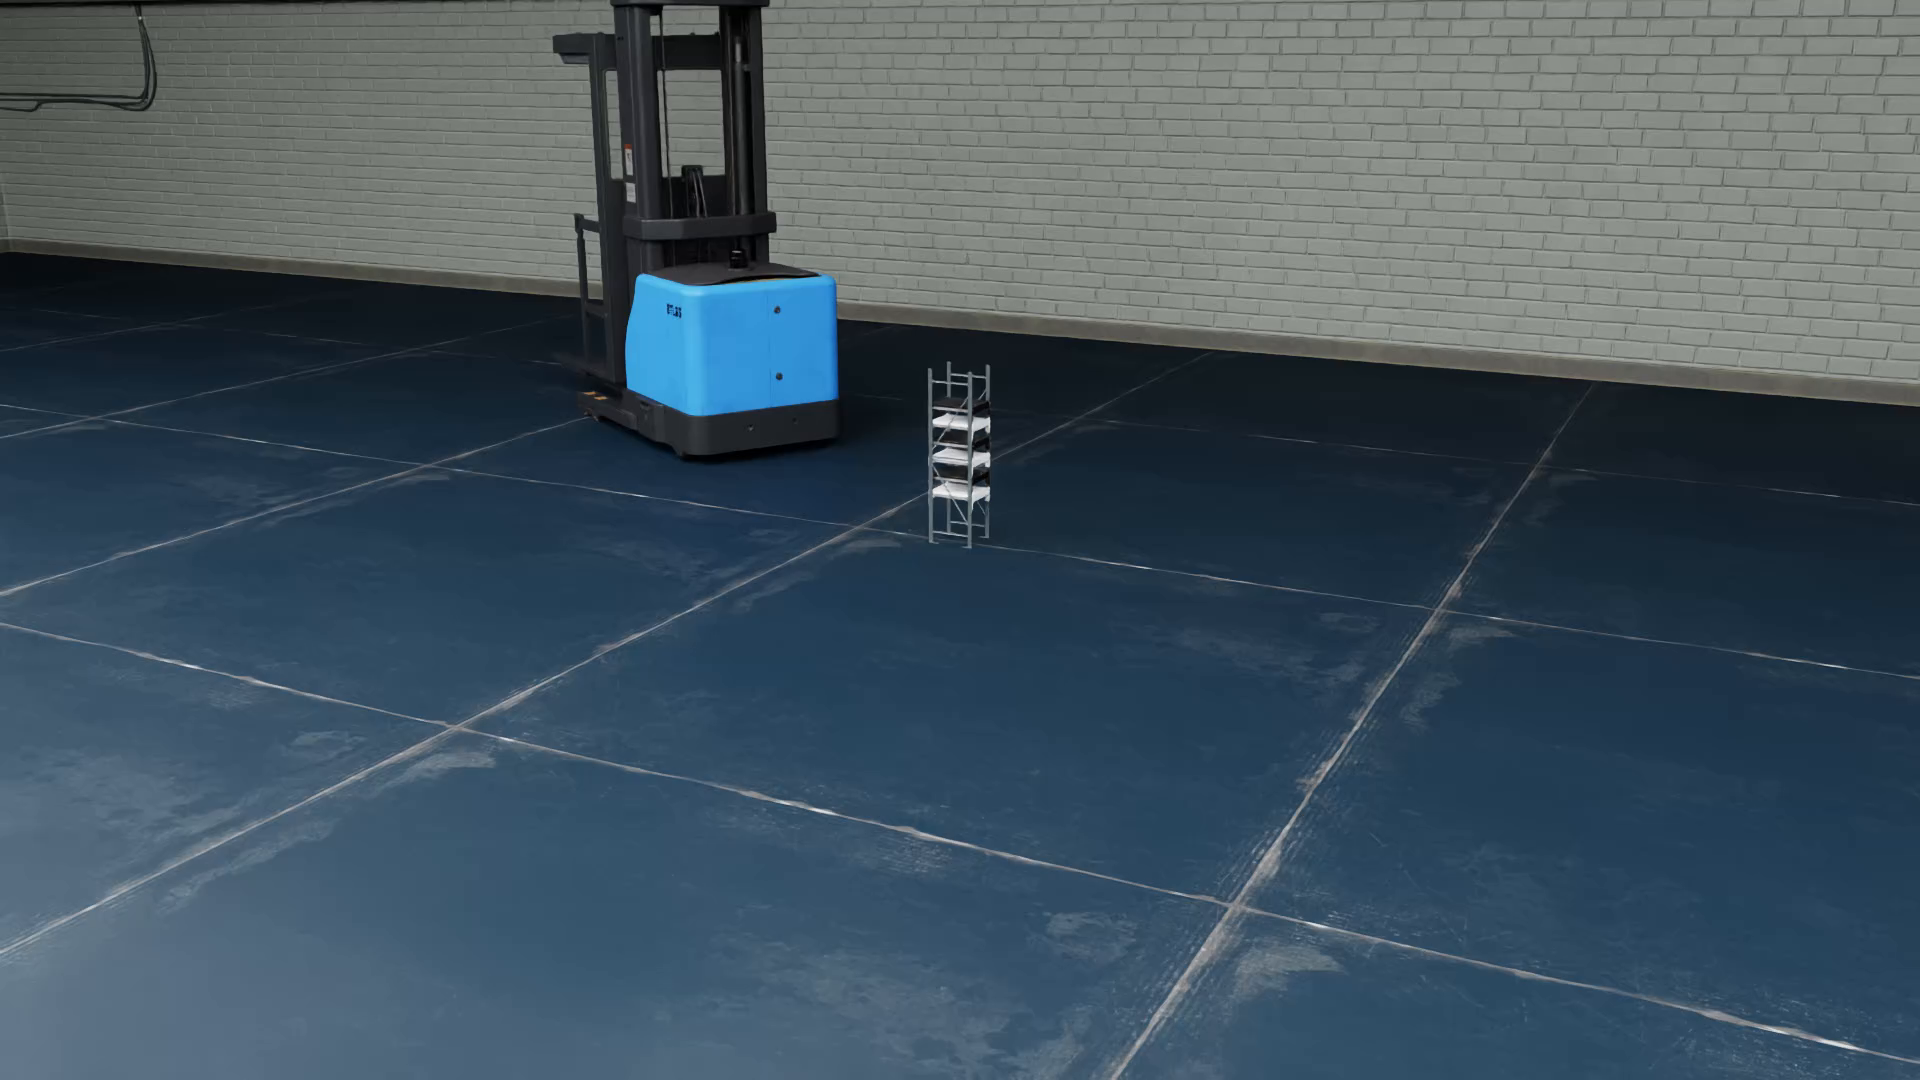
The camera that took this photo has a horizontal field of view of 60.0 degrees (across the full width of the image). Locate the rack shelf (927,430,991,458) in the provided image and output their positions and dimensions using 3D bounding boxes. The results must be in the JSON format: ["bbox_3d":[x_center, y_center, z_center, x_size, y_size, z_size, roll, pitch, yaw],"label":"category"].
[{"bbox_3d":[-0.004,-0.484,8.373,0.258,0.077,0.200,8,18,25],"label":"rack shelf"}]

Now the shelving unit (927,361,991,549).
[{"bbox_3d":[-0.004,-0.429,8.389,0.258,0.900,0.210,8,18,25],"label":"shelving unit"}]

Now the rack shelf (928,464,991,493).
[{"bbox_3d":[-0.004,-0.311,8.424,0.258,0.077,0.200,8,18,25],"label":"rack shelf"}]

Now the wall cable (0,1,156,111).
[{"bbox_3d":[-10.401,-6.188,19.007,3.097,2.526,0.112,8,18,25],"label":"wall cable"}]

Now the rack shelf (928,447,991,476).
[{"bbox_3d":[-0.004,-0.397,8.399,0.258,0.077,0.200,8,18,25],"label":"rack shelf"}]

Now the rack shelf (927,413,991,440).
[{"bbox_3d":[-0.004,-0.570,8.348,0.258,0.077,0.200,8,18,25],"label":"rack shelf"}]

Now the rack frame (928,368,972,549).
[{"bbox_3d":[-0.049,-0.403,8.302,0.240,0.900,0.006,8,18,25],"label":"rack frame"}]

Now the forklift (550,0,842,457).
[{"bbox_3d":[-1.965,-2.274,11.034,1.130,2.935,3.031,-10,19,-31],"label":"forklift"}]

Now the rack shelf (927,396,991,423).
[{"bbox_3d":[-0.004,-0.656,8.322,0.258,0.077,0.200,8,18,25],"label":"rack shelf"}]

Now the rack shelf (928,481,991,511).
[{"bbox_3d":[-0.004,-0.225,8.450,0.258,0.077,0.200,8,18,25],"label":"rack shelf"}]

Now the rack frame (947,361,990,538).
[{"bbox_3d":[0.042,-0.455,8.476,0.240,0.900,0.006,8,18,25],"label":"rack frame"}]
